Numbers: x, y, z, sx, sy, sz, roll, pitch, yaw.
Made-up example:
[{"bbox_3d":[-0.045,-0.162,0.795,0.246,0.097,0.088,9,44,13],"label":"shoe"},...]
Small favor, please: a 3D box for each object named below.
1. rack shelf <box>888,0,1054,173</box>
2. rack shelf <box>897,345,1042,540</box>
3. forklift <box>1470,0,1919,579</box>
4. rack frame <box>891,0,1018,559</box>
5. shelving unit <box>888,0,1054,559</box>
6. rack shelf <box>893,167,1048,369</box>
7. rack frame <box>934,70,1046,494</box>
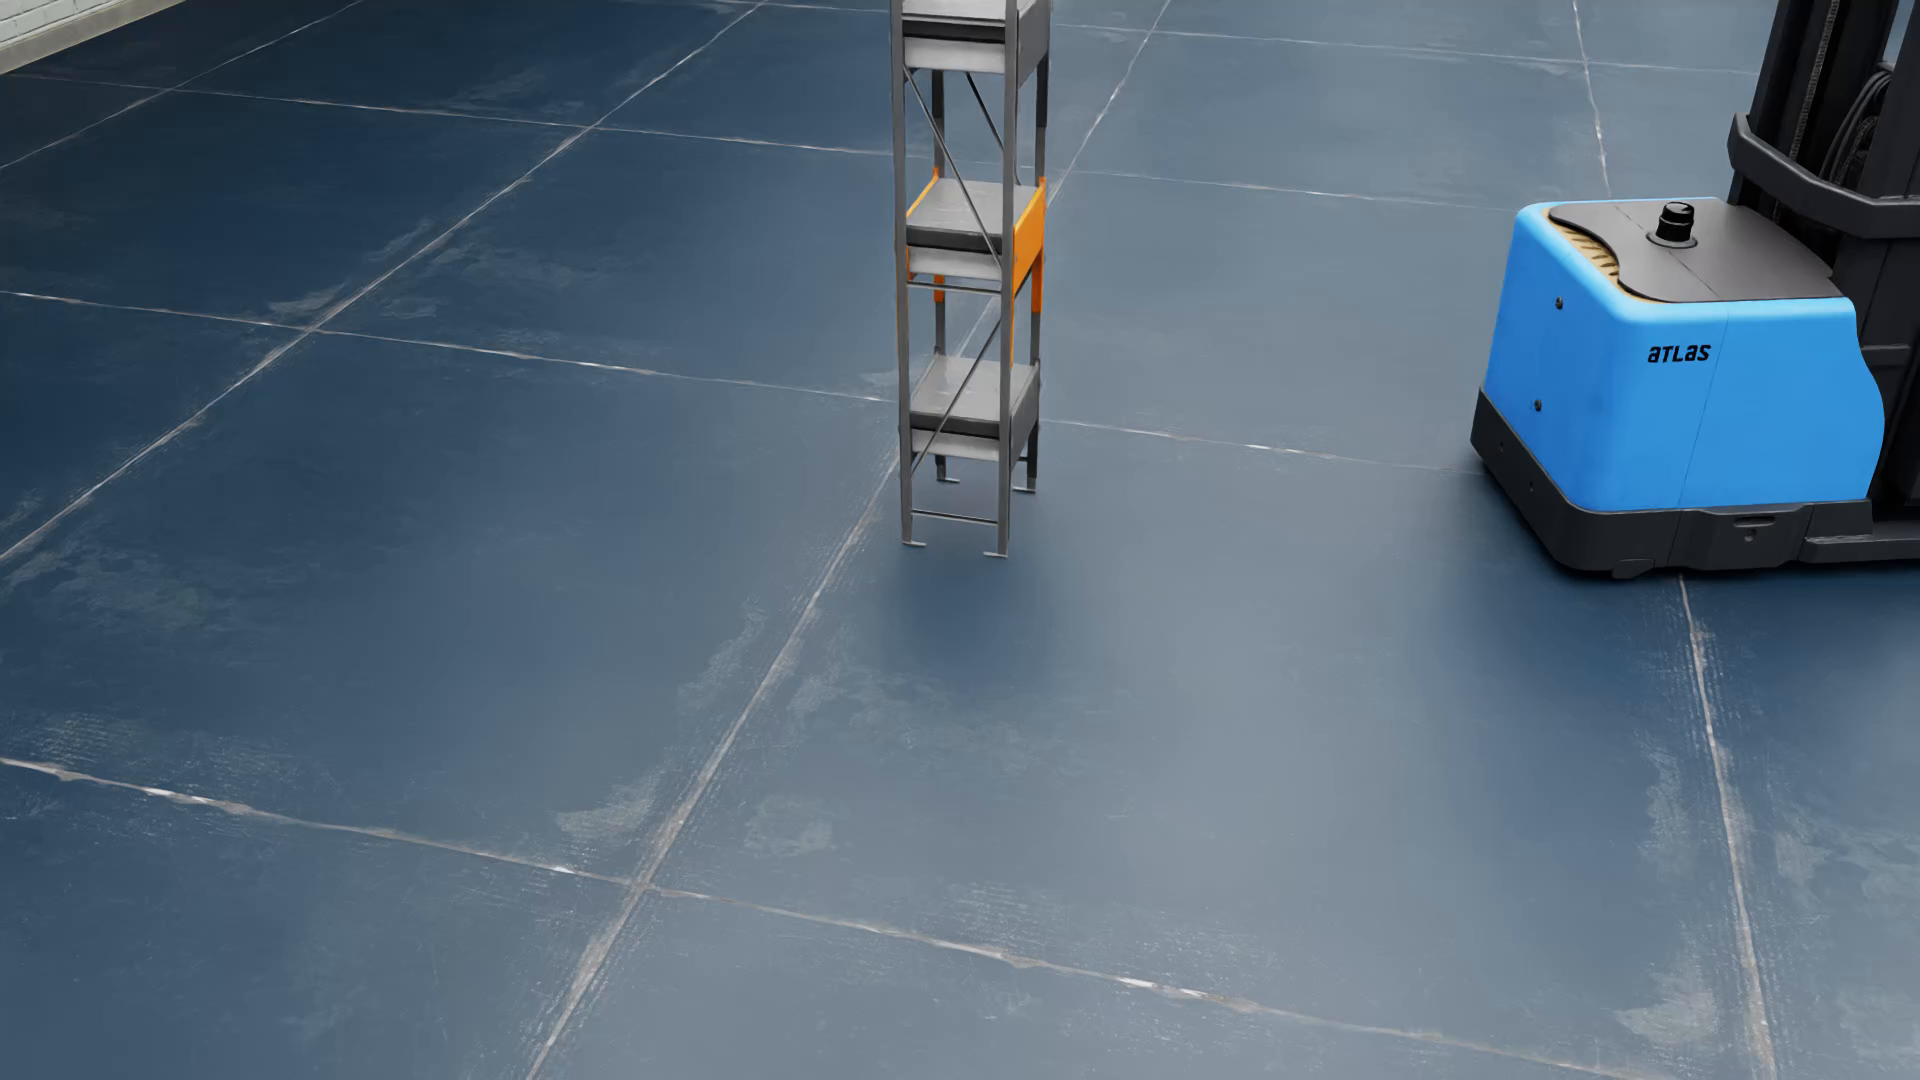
[{"bbox_3d":[0.042,-1.551,5.454,0.431,0.518,0.480,8,33,12],"label":"rack shelf"},{"bbox_3d":[0.042,-0.370,6.205,0.431,0.518,0.480,8,33,12],"label":"rack shelf"},{"bbox_3d":[3.615,-1.414,5.743,3.031,2.935,1.130,-3,33,-4],"label":"forklift"},{"bbox_3d":[-0.020,-0.845,5.623,0.400,2.100,0.015,8,33,12],"label":"rack frame"},{"bbox_3d":[0.042,-0.972,5.822,0.431,2.100,0.503,8,33,12],"label":"shelving unit"},{"bbox_3d":[0.042,-0.960,5.829,0.431,0.518,0.480,8,33,12],"label":"rack shelf"},{"bbox_3d":[0.104,-1.099,6.021,0.400,2.100,0.015,8,33,12],"label":"rack frame"}]
